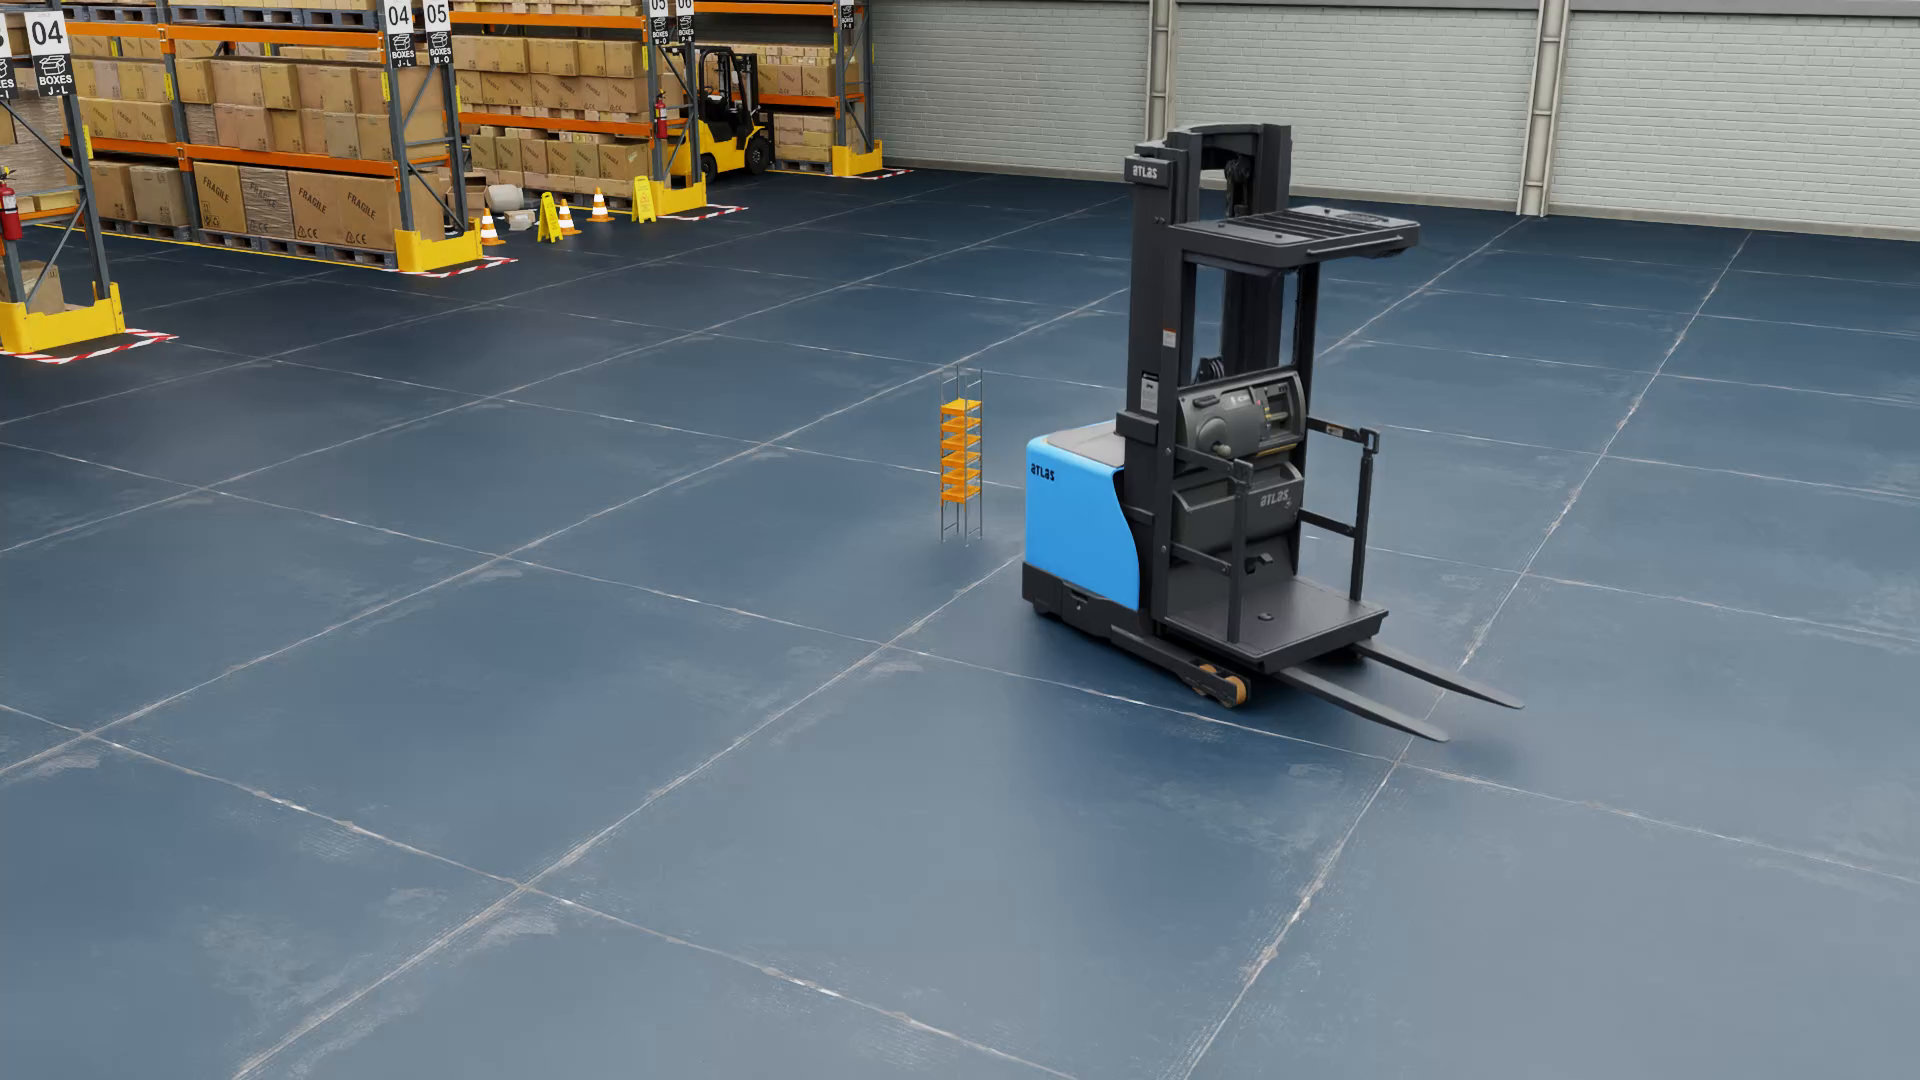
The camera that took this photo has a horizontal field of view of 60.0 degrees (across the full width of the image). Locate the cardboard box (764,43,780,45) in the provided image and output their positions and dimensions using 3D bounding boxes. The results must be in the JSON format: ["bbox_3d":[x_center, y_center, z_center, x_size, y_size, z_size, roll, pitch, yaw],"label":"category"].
[{"bbox_3d":[-3.336,-8.740,29.527,0.250,0.149,0.380,11,23,28],"label":"cardboard box"}]

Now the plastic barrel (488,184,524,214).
[{"bbox_3d":[-6.770,-5.067,24.712,0.512,0.421,0.421,-7,21,-20],"label":"plastic barrel"}]

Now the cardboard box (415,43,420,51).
[{"bbox_3d":[-8.841,-7.860,26.483,0.250,0.149,0.380,10,22,26],"label":"cardboard box"}]

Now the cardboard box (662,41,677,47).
[{"bbox_3d":[-5.169,-8.879,29.909,0.250,0.149,0.380,11,23,28],"label":"cardboard box"}]

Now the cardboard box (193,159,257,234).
[{"bbox_3d":[-9.531,-4.633,22.238,0.875,0.875,0.875,11,23,28],"label":"cardboard box"}]

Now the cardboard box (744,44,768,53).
[{"bbox_3d":[-3.568,-8.605,29.155,0.250,0.149,0.380,11,23,28],"label":"cardboard box"}]

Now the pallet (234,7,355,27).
[{"bbox_3d":[-8.276,-6.586,20.853,1.213,0.211,1.003,11,23,27],"label":"pallet"}]

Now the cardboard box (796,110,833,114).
[{"bbox_3d":[-2.576,-7.456,29.472,0.500,0.250,0.500,11,23,27],"label":"cardboard box"}]

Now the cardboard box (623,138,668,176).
[{"bbox_3d":[-4.818,-5.862,25.445,0.500,0.500,0.500,10,22,26],"label":"cardboard box"}]

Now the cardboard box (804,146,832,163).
[{"bbox_3d":[-2.375,-6.752,28.997,0.500,0.250,0.500,11,23,28],"label":"cardboard box"}]

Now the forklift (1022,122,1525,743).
[{"bbox_3d":[1.675,-0.671,8.918,1.130,2.935,3.031,-15,25,-35],"label":"forklift"}]

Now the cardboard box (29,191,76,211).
[{"bbox_3d":[-9.194,-3.435,16.804,0.250,0.149,0.380,11,23,27],"label":"cardboard box"}]

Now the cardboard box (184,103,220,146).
[{"bbox_3d":[-9.718,-5.572,22.108,0.550,0.550,0.875,11,23,27],"label":"cardboard box"}]

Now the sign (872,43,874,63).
[{"bbox_3d":[-1.535,-8.472,28.935,0.005,0.325,0.100,11,23,27],"label":"sign"}]

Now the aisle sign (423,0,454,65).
[{"bbox_3d":[-6.346,-6.194,20.230,0.004,0.787,0.394,11,23,27],"label":"aisle sign"}]

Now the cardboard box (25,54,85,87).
[{"bbox_3d":[-12.709,-6.581,23.495,0.500,0.500,0.700,10,22,27],"label":"cardboard box"}]

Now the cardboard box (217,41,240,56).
[{"bbox_3d":[-12.243,-8.323,28.299,0.500,0.500,0.500,11,23,28],"label":"cardboard box"}]

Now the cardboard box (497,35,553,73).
[{"bbox_3d":[-6.581,-7.386,25.279,0.500,0.500,0.700,10,22,26],"label":"cardboard box"}]

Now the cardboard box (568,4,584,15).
[{"bbox_3d":[-5.554,-7.828,24.516,0.250,0.149,0.380,11,22,27],"label":"cardboard box"}]

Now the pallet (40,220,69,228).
[{"bbox_3d":[-12.886,-4.760,24.179,1.213,0.211,1.003,11,23,27],"label":"pallet"}]

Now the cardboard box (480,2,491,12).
[{"bbox_3d":[-7.096,-8.149,25.400,0.250,0.149,0.380,11,23,27],"label":"cardboard box"}]

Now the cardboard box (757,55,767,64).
[{"bbox_3d":[-3.382,-8.395,29.013,0.250,0.149,0.380,11,23,28],"label":"cardboard box"}]

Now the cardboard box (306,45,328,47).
[{"bbox_3d":[-10.680,-8.107,28.116,0.500,0.500,0.500,10,22,26],"label":"cardboard box"}]

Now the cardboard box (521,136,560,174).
[{"bbox_3d":[-6.412,-5.957,25.704,0.500,0.500,0.500,12,23,30],"label":"cardboard box"}]

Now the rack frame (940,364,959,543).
[{"bbox_3d":[-0.067,-0.577,11.196,0.006,1.200,0.240,11,23,27],"label":"rack frame"}]

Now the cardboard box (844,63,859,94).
[{"bbox_3d":[-2.108,-8.075,29.081,0.500,0.500,0.500,12,23,29],"label":"cardboard box"}]

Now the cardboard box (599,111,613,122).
[{"bbox_3d":[-5.147,-6.323,24.767,0.250,0.149,0.380,10,22,26],"label":"cardboard box"}]

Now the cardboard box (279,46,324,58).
[{"bbox_3d":[-10.932,-7.956,27.700,0.500,0.500,0.500,10,22,26],"label":"cardboard box"}]

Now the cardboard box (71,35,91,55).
[{"bbox_3d":[-15.690,-8.981,30.111,0.500,0.500,0.500,10,22,27],"label":"cardboard box"}]

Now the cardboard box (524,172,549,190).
[{"bbox_3d":[-6.401,-5.604,25.830,0.500,0.250,0.500,10,22,27],"label":"cardboard box"}]

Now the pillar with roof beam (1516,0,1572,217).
[{"bbox_3d":[6.398,-7.790,19.645,0.400,9.000,9.100,11,23,27],"label":"pillar with roof beam"}]

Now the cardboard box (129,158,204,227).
[{"bbox_3d":[-10.632,-4.776,22.816,0.750,0.750,1.050,11,23,27],"label":"cardboard box"}]

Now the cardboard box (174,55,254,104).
[{"bbox_3d":[-9.741,-6.066,21.886,0.550,0.550,0.875,11,23,27],"label":"cardboard box"}]

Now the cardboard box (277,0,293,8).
[{"bbox_3d":[-8.118,-6.597,20.359,0.250,0.149,0.380,11,23,28],"label":"cardboard box"}]

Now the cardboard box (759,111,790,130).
[{"bbox_3d":[-3.259,-7.386,29.278,0.500,0.250,0.500,11,23,28],"label":"cardboard box"}]

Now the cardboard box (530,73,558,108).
[{"bbox_3d":[-6.139,-6.839,25.236,0.500,0.500,0.500,11,23,28],"label":"cardboard box"}]

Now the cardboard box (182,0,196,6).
[{"bbox_3d":[-9.667,-6.892,21.173,0.250,0.149,0.380,11,23,28],"label":"cardboard box"}]

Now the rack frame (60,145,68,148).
[{"bbox_3d":[-13.538,-6.225,24.127,0.127,3.000,1.000,11,23,27],"label":"rack frame"}]

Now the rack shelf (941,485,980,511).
[{"bbox_3d":[0.013,-0.294,11.251,0.180,0.103,0.258,11,23,27],"label":"rack shelf"}]

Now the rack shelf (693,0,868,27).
[{"bbox_3d":[-3.557,-9.268,29.171,4.000,0.370,1.077,11,23,27],"label":"rack shelf"}]

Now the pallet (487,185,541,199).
[{"bbox_3d":[-7.117,-5.638,26.598,1.213,0.211,1.003,11,23,27],"label":"pallet"}]

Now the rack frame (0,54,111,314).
[{"bbox_3d":[-9.061,-3.435,16.435,0.127,3.000,1.000,11,23,27],"label":"rack frame"}]

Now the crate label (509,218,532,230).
[{"bbox_3d":[-6.194,-4.452,23.437,0.298,0.136,0.250,0,20,-1],"label":"crate label"}]

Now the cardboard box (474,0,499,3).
[{"bbox_3d":[-7.015,-8.292,25.210,0.500,0.250,0.500,11,22,27],"label":"cardboard box"}]

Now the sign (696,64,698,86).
[{"bbox_3d":[-3.964,-6.953,24.866,0.005,0.325,0.100,11,23,27],"label":"sign"}]

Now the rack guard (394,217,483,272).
[{"bbox_3d":[-6.533,-3.715,20.874,0.348,0.500,1.175,11,23,27],"label":"rack guard"}]

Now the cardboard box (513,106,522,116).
[{"bbox_3d":[-6.662,-6.636,25.628,0.250,0.149,0.380,11,23,27],"label":"cardboard box"}]

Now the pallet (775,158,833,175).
[{"bbox_3d":[-2.499,-6.667,29.435,1.213,0.211,1.003,11,23,27],"label":"pallet"}]

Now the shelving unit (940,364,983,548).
[{"bbox_3d":[0.013,-0.562,11.154,0.189,1.200,0.258,11,23,27],"label":"shelving unit"}]

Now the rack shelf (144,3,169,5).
[{"bbox_3d":[-12.958,-9.120,28.764,4.000,0.370,1.077,11,23,27],"label":"rack shelf"}]

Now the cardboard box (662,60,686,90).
[{"bbox_3d":[-5.043,-8.424,30.042,0.500,0.500,0.500,10,22,26],"label":"cardboard box"}]
